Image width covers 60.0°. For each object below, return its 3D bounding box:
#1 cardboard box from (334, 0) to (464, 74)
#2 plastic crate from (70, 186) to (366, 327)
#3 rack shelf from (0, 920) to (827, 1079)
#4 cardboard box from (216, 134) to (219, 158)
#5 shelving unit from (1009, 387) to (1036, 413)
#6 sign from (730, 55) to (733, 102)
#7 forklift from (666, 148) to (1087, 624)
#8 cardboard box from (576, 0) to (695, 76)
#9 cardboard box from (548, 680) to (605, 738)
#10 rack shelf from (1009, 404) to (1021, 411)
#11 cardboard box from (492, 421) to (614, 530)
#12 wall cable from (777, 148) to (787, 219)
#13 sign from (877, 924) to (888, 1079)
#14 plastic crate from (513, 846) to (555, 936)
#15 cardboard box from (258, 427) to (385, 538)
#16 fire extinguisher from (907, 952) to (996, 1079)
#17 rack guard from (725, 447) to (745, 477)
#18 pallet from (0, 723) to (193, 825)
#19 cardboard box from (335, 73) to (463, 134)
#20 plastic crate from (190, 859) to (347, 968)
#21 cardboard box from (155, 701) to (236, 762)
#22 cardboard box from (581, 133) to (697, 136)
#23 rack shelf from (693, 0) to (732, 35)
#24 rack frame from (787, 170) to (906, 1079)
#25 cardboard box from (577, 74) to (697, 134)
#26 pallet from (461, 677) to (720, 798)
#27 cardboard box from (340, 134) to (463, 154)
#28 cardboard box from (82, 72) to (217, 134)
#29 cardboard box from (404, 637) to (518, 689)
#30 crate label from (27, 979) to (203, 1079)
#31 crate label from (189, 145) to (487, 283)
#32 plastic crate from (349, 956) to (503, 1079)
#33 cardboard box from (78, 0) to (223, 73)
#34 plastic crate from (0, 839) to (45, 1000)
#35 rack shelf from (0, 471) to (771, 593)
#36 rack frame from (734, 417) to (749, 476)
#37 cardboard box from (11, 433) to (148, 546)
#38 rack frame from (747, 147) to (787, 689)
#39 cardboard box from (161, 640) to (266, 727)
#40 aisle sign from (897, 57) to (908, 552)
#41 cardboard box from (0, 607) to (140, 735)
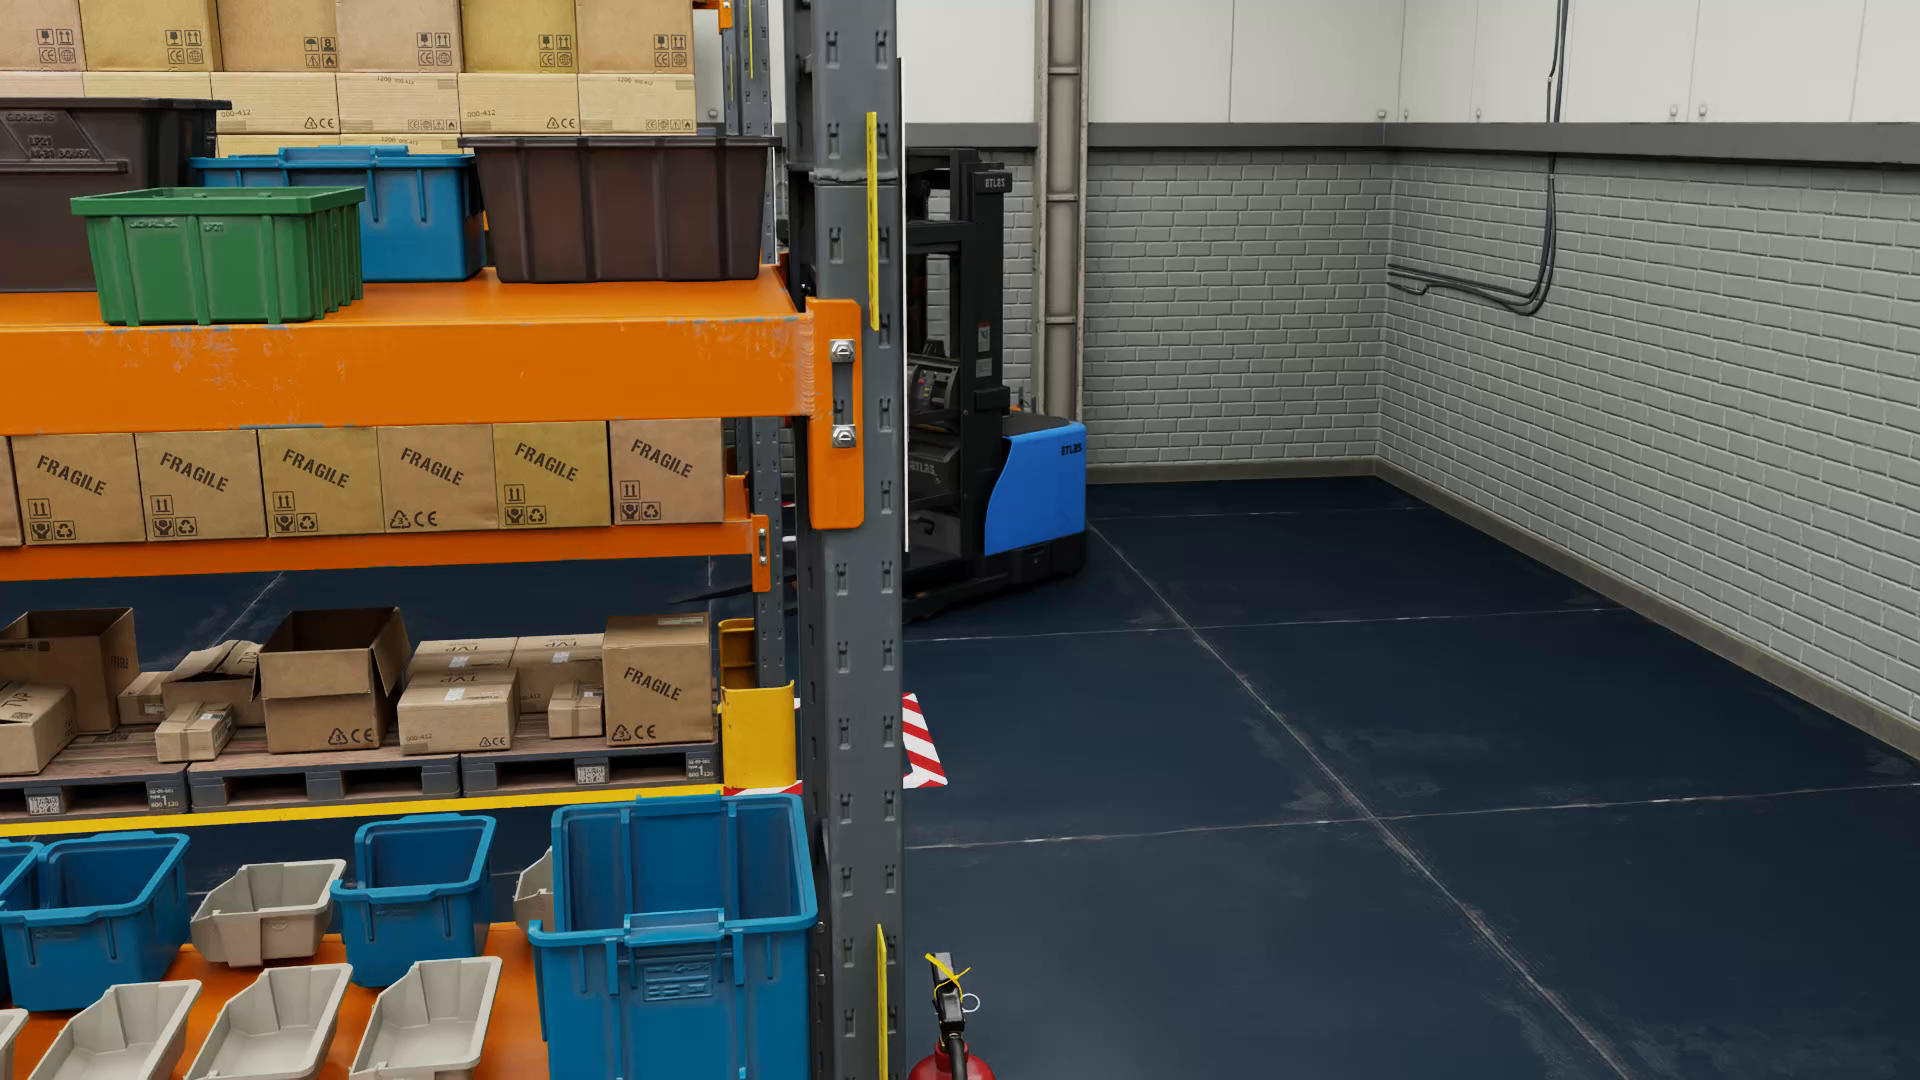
[{"bbox_3d":[-2.457,-2.332,7.427,0.500,0.500,0.700,-2,14,-8],"label":"cardboard box"},{"bbox_3d":[-1.165,-0.464,2.675,0.336,0.188,0.450,-2,14,-8],"label":"plastic crate"},{"bbox_3d":[-2.210,1.205,3.229,4.000,0.370,1.077,-2,14,-8],"label":"rack shelf"},{"bbox_3d":[-3.414,-1.638,7.229,0.500,0.250,0.500,-2,14,-8],"label":"cardboard box"},{"bbox_3d":[0.007,-0.551,12.604,1.048,1.125,0.538,-2,14,-10],"label":"shelving unit"},{"bbox_3d":[-1.641,-3.314,11.947,0.005,0.325,0.100,-2,14,-8],"label":"sign"},{"bbox_3d":[-0.509,-1.027,10.790,3.031,2.935,1.130,-13,19,-43],"label":"forklift"},{"bbox_3d":[-1.472,-2.374,7.593,0.500,0.500,0.700,-2,14,-8],"label":"cardboard box"},{"bbox_3d":[-1.881,0.825,8.186,0.250,0.166,0.380,-2,14,-8],"label":"cardboard box"},{"bbox_3d":[0.007,-0.834,12.533,1.000,0.278,0.538,-2,14,-10],"label":"rack shelf"},{"bbox_3d":[-1.881,-0.355,7.765,0.500,0.500,0.500,-2,14,-8],"label":"cardboard box"},{"bbox_3d":[-0.583,-2.366,13.901,1.851,1.984,0.084,-2,14,-8],"label":"wall cable"},{"bbox_3d":[-0.134,0.836,2.885,0.005,0.325,0.100,-2,14,-8],"label":"sign"},{"bbox_3d":[-0.855,0.804,3.768,0.298,0.136,0.250,-2,14,-8],"label":"plastic crate"},{"bbox_3d":[-2.874,-0.320,7.626,0.500,0.500,0.500,-2,14,-9],"label":"cardboard box"},{"bbox_3d":[-0.015,1.106,3.071,0.183,0.674,0.296,-2,14,-8],"label":"fire extinguisher"},{"bbox_3d":[-1.684,-0.388,13.240,0.348,0.500,1.175,-2,14,-8],"label":"rack guard"},{"bbox_3d":[-4.242,1.065,8.041,1.213,0.211,1.003,-2,14,-8],"label":"pallet"},{"bbox_3d":[-2.426,-1.917,7.314,0.500,0.250,0.500,-2,14,-8],"label":"cardboard box"},{"bbox_3d":[-1.526,0.829,3.670,0.298,0.136,0.250,-2,14,-8],"label":"plastic crate"},{"bbox_3d":[-3.620,0.901,7.882,0.250,0.166,0.380,-2,14,-8],"label":"cardboard box"},{"bbox_3d":[-1.435,-1.708,7.508,0.500,0.250,0.500,-2,14,-8],"label":"cardboard box"},{"bbox_3d":[-3.686,-3.894,12.050,4.000,0.370,1.077,-2,14,-8],"label":"rack shelf"},{"bbox_3d":[-0.232,0.784,3.430,0.127,3.000,1.000,-2,14,-8],"label":"rack frame"},{"bbox_3d":[-1.436,-1.953,7.455,0.500,0.250,0.500,-2,14,-8],"label":"cardboard box"},{"bbox_3d":[-1.830,0.977,8.394,1.213,0.211,1.003,-2,14,-8],"label":"pallet"},{"bbox_3d":[-2.424,-1.671,7.361,0.500,0.250,0.500,-2,14,-8],"label":"cardboard box"},{"bbox_3d":[-3.413,-1.879,7.163,0.500,0.250,0.500,-2,14,-8],"label":"cardboard box"},{"bbox_3d":[-2.535,0.700,8.512,0.500,0.250,0.500,-2,14,-8],"label":"cardboard box"},{"bbox_3d":[-1.572,0.979,3.072,0.243,0.136,0.396,-2,14,-8],"label":"crate label"},{"bbox_3d":[-1.193,-0.643,3.260,0.502,0.251,0.408,-2,14,-8],"label":"crate label"},{"bbox_3d":[-1.011,0.956,3.163,0.243,0.136,0.396,-2,14,-8],"label":"plastic crate"},{"bbox_3d":[-3.437,-2.282,7.226,0.500,0.500,0.700,-2,14,-8],"label":"cardboard box"},{"bbox_3d":[-2.124,0.824,3.490,0.300,0.233,0.416,-2,14,-8],"label":"plastic crate"},{"bbox_3d":[-2.944,0.014,7.980,4.000,0.370,1.077,-2,14,-8],"label":"rack shelf"},{"bbox_3d":[-1.708,-1.599,12.932,0.127,3.000,1.000,-2,14,-8],"label":"rack frame"},{"bbox_3d":[-3.871,-0.284,7.481,0.500,0.500,0.500,-2,14,-7],"label":"cardboard box"},{"bbox_3d":[-0.966,-0.408,8.182,0.127,3.000,1.000,-2,14,-8],"label":"rack frame"},{"bbox_3d":[-3.659,0.712,8.340,0.500,0.311,0.500,-2,14,-8],"label":"cardboard box"},{"bbox_3d":[-0.117,-0.409,2.843,0.004,0.787,0.394,-2,14,-8],"label":"aisle sign"},{"bbox_3d":[-4.401,0.647,8.209,0.500,0.500,0.500,-2,14,-8],"label":"cardboard box"}]
